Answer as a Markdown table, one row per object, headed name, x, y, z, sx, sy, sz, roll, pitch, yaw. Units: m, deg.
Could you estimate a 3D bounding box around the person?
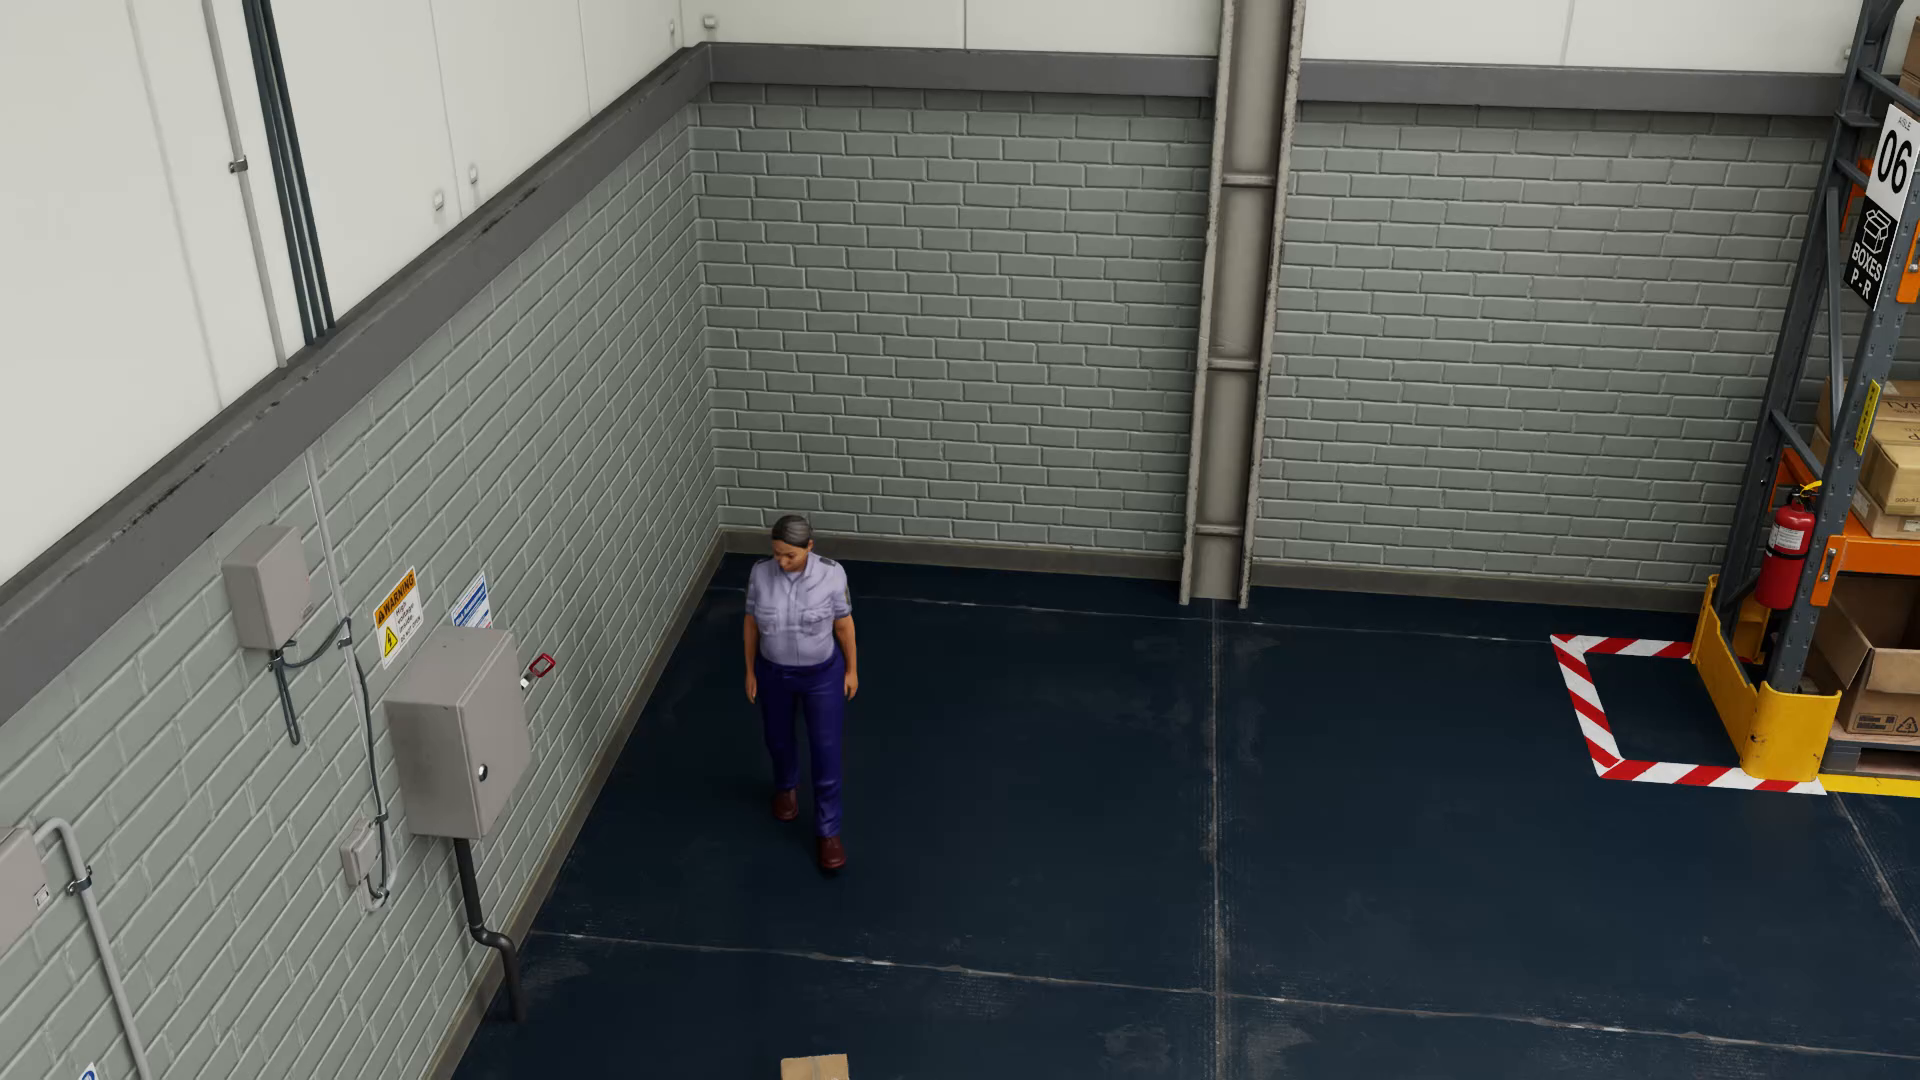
| name | x | y | z | sx | sy | sz | roll | pitch | yaw |
| --- | --- | --- | --- | --- | --- | --- | --- | --- | --- |
| person | -0.725 | 0.646 | 7.442 | 0.507 | 1.634 | 0.680 | 2 | 29 | 3 |
